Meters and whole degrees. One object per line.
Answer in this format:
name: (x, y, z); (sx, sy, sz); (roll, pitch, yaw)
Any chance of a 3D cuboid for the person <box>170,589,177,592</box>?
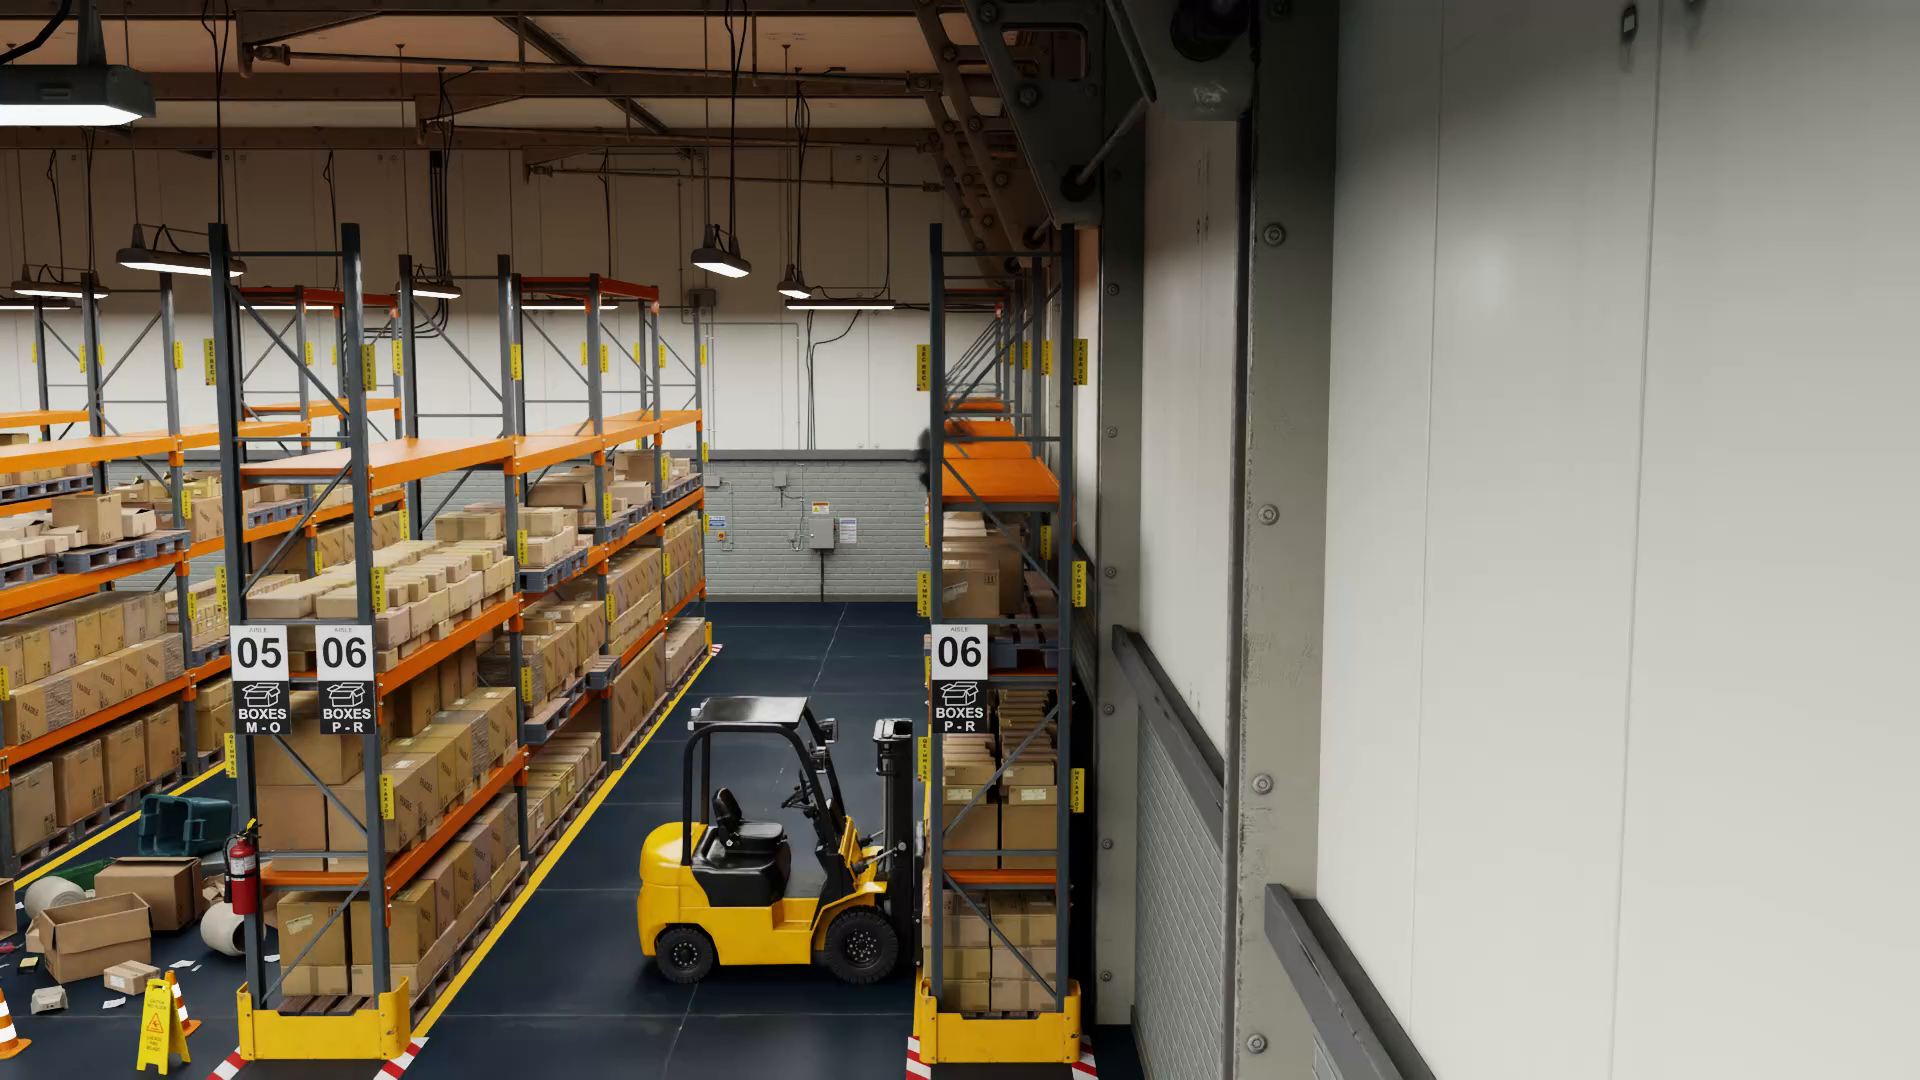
person: (-11.409, 1.526, 24.271); (0.608, 1.645, 0.896); (-1, 7, -6)
